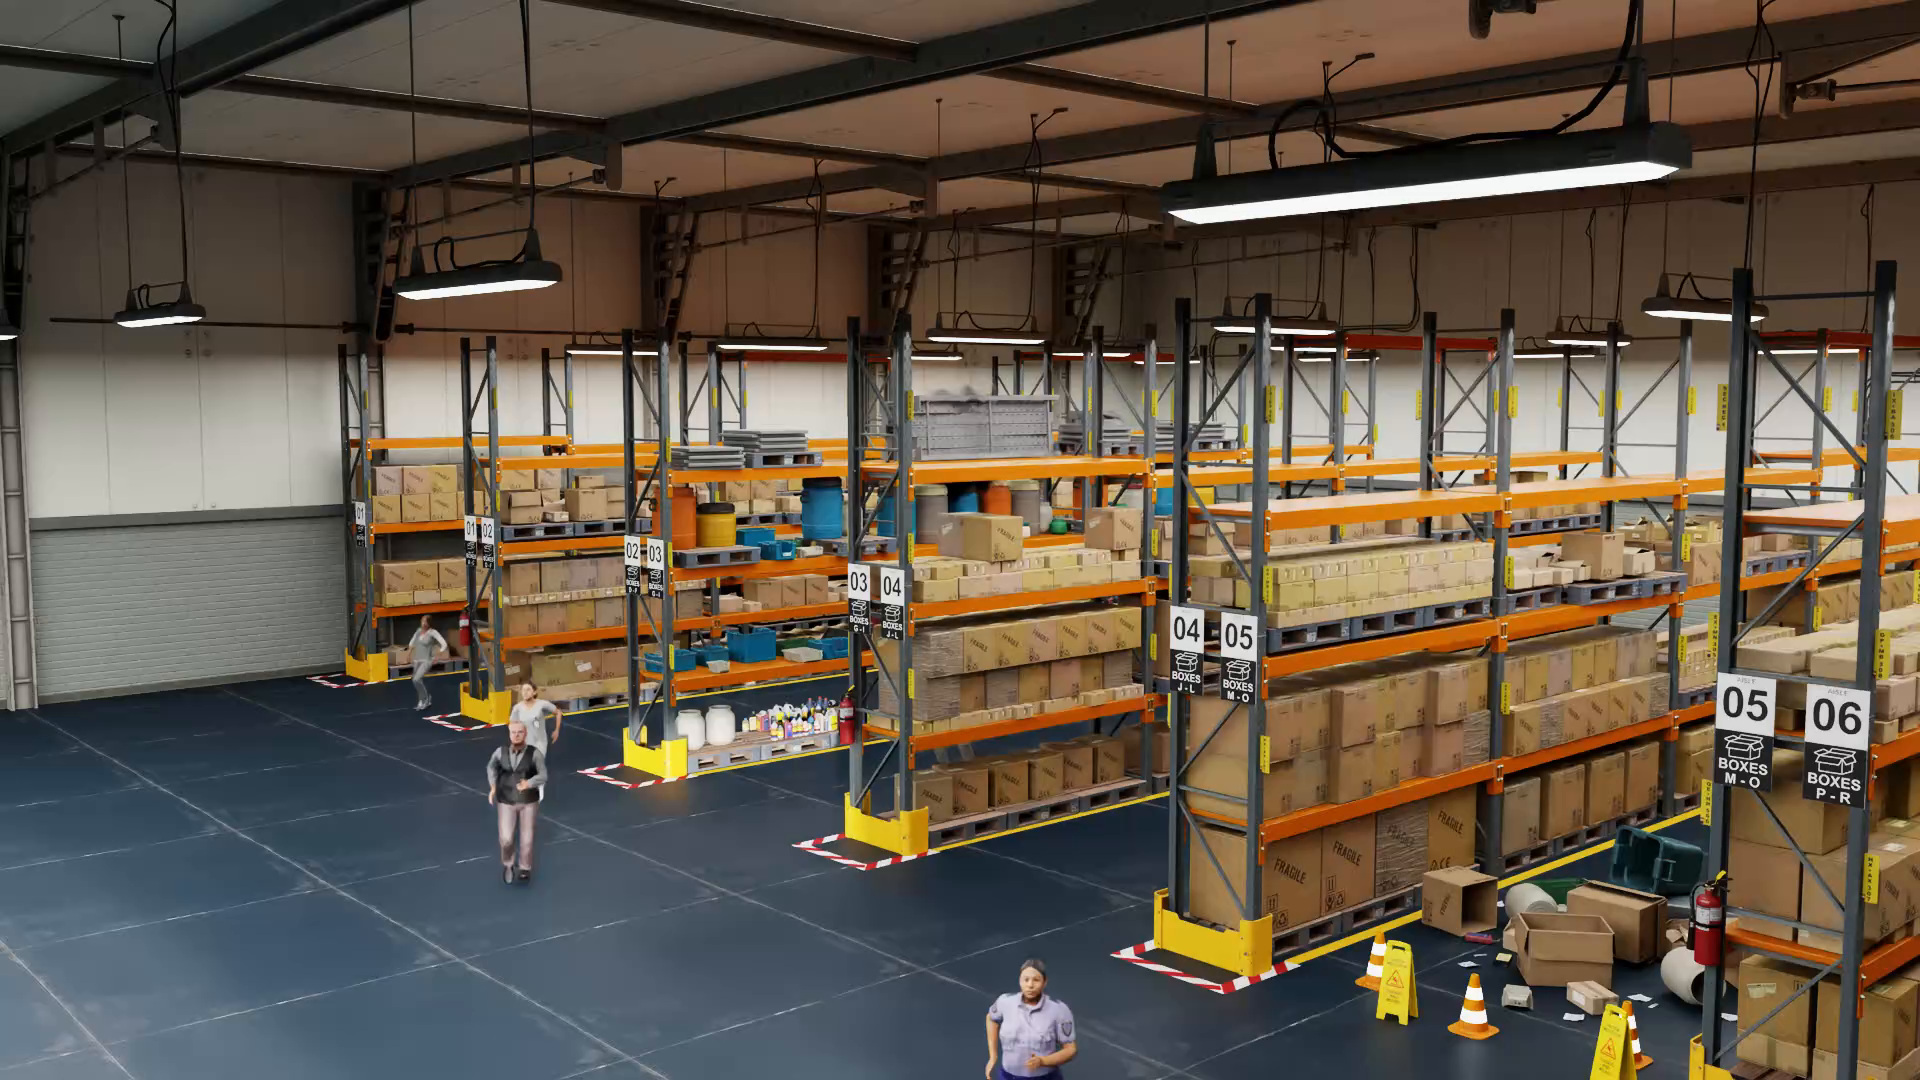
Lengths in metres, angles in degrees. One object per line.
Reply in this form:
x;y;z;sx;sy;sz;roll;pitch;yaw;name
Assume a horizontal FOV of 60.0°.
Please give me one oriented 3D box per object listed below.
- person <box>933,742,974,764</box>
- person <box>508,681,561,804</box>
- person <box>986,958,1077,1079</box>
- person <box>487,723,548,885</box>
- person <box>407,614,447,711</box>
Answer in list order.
-0.108;2.367;22.129;0.570;1.705;0.796;4;7;38;person
-5.219;2.525;20.367;0.591;1.622;0.711;0;5;0;person
0.437;3.438;10.325;0.580;1.696;0.737;0;5;5;person
-4.616;2.758;17.337;0.639;1.700;0.670;-1;5;-11;person
-8.638;1.979;26.837;0.614;1.569;0.564;2;6;23;person
